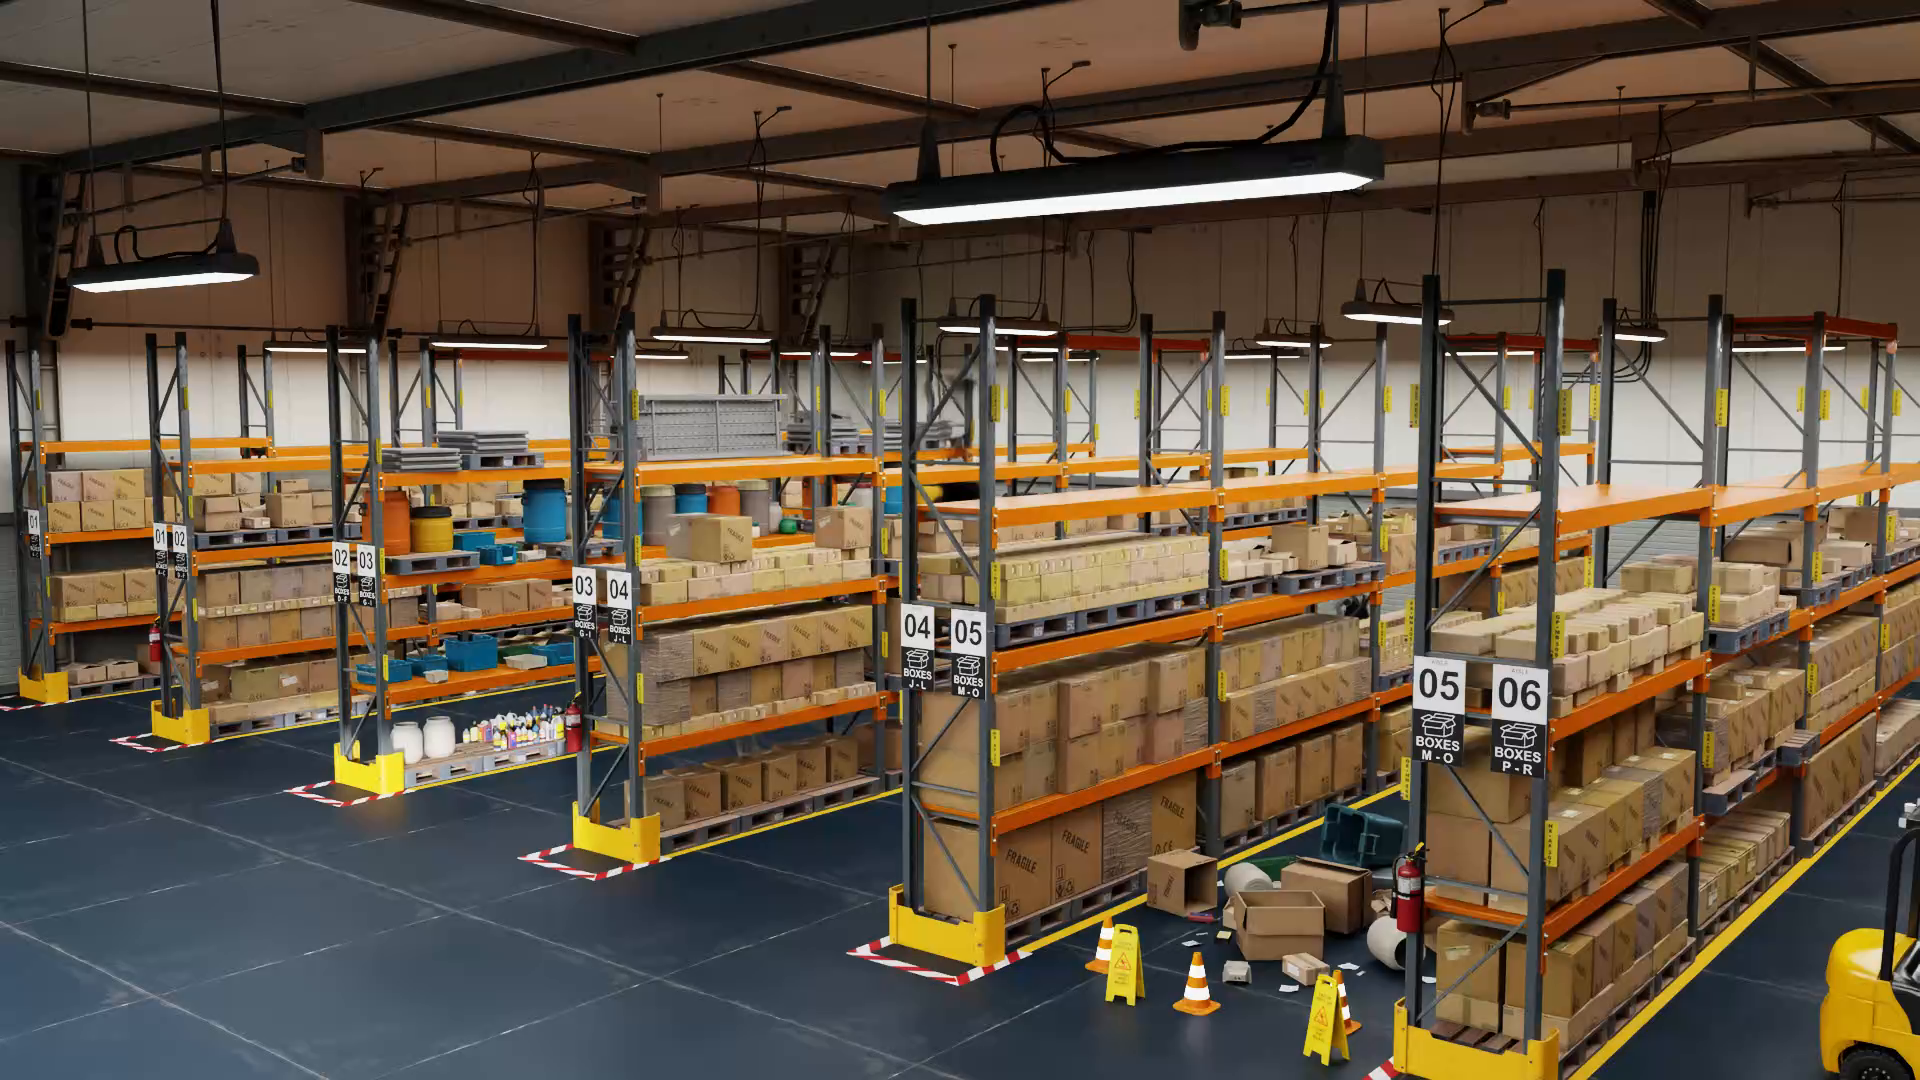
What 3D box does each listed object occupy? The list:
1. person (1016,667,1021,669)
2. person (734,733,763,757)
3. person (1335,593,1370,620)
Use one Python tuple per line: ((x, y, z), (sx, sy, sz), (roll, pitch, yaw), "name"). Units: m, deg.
((0.755, 2.411, 20.374), (0.672, 1.782, 0.961), (2, 6, 21), "person")
((-2.939, 2.309, 22.867), (0.506, 1.592, 0.662), (2, 6, 23), "person")
((7.356, 1.555, 30.862), (0.716, 1.690, 0.605), (-3, 6, -29), "person")
